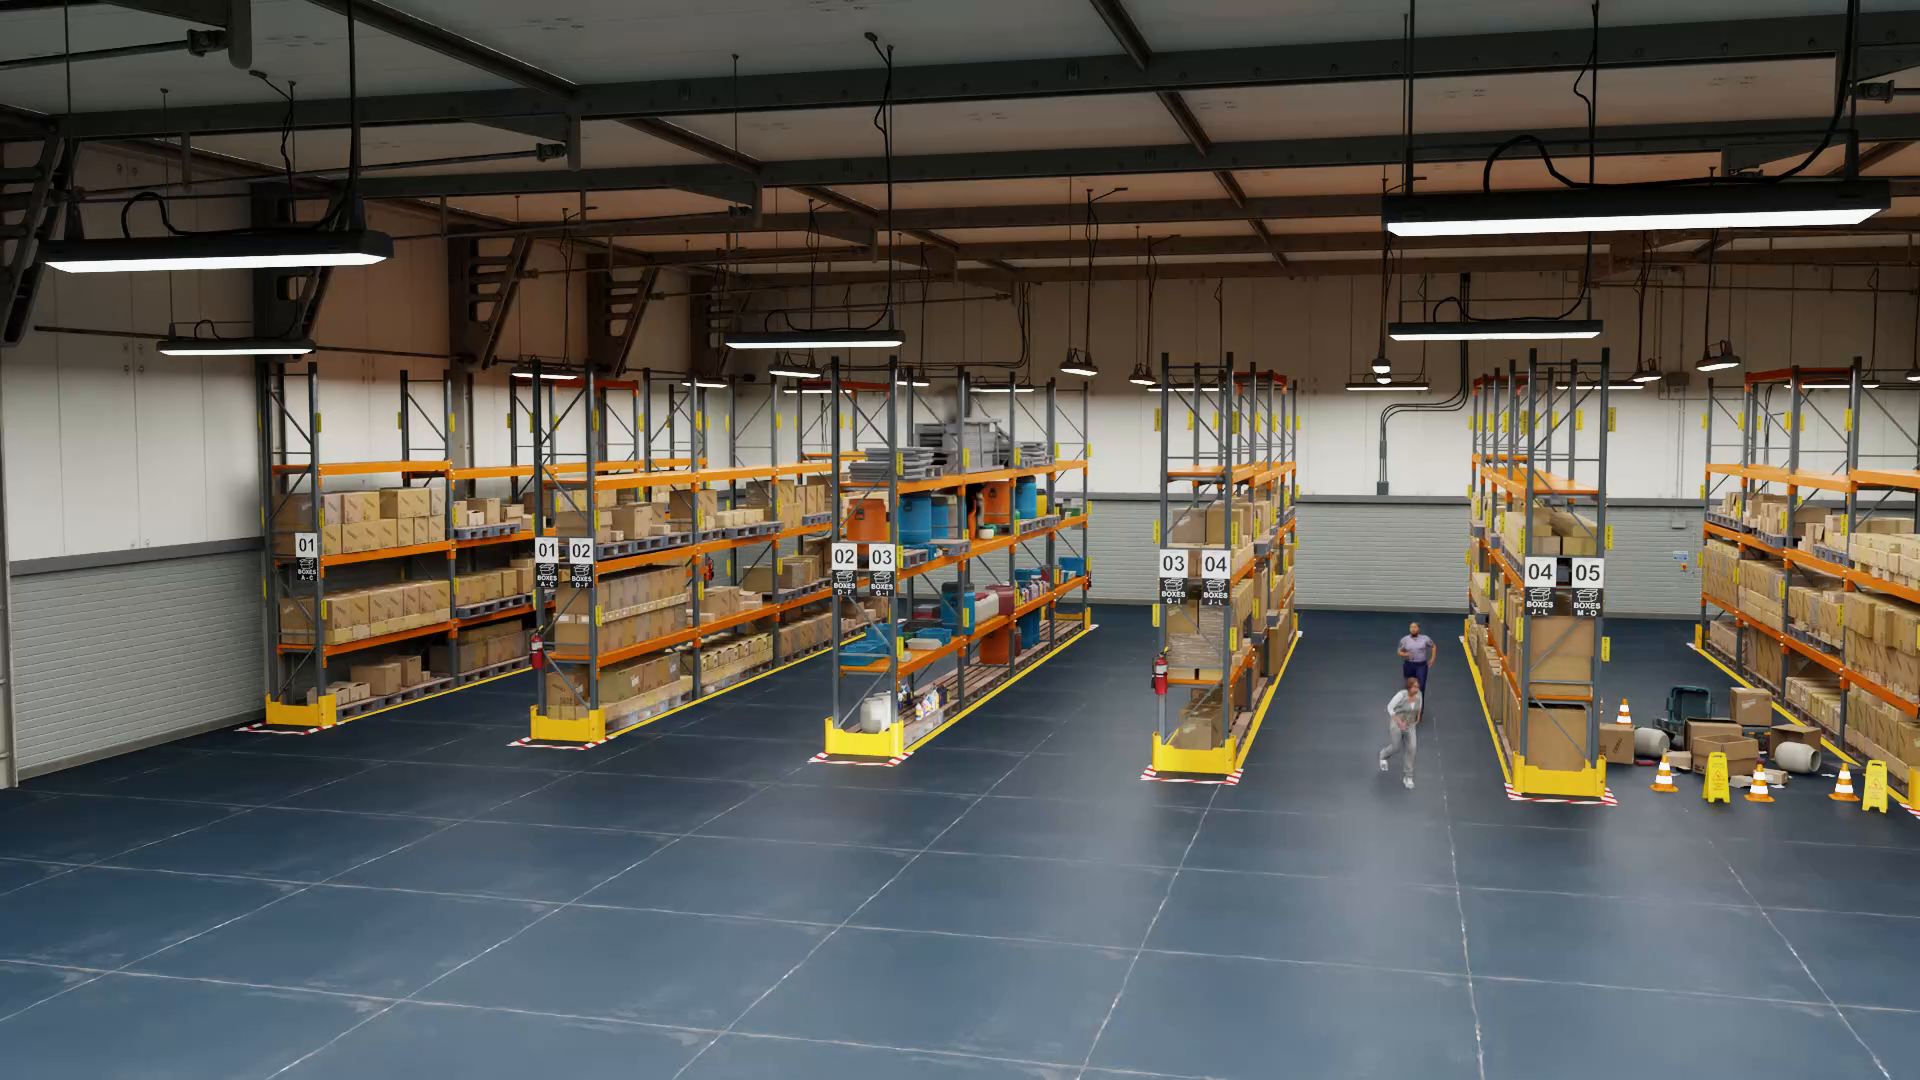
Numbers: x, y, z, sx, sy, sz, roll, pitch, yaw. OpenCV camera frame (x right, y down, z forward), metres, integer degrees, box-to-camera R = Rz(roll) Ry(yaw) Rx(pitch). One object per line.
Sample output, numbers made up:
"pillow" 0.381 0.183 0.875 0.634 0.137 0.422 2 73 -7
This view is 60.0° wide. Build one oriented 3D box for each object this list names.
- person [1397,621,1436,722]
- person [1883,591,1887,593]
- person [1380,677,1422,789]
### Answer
"person" 7.730 2.226 28.208 0.608 1.675 0.802 1 4 20
"person" 18.253 1.861 32.912 0.671 1.719 0.772 0 4 -5
"person" 6.124 2.651 23.178 0.553 1.506 0.903 -1 4 -19
